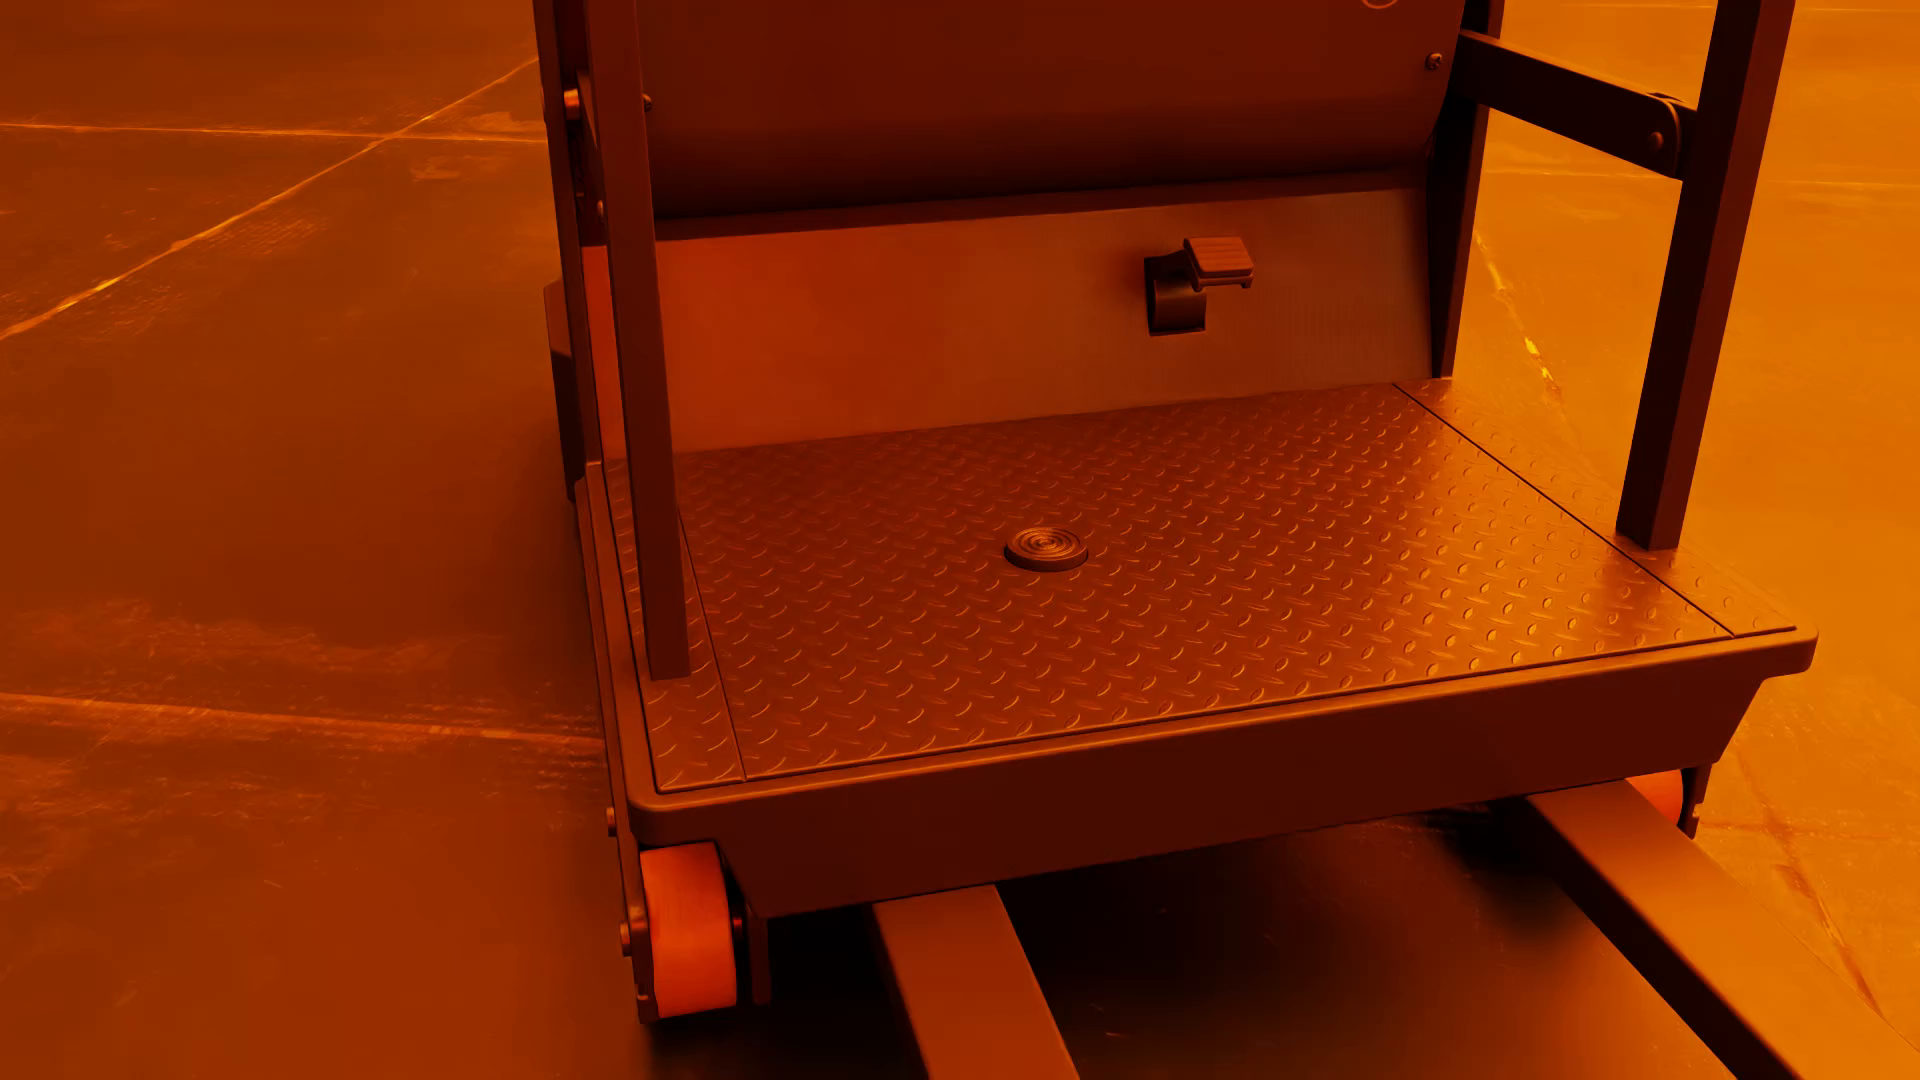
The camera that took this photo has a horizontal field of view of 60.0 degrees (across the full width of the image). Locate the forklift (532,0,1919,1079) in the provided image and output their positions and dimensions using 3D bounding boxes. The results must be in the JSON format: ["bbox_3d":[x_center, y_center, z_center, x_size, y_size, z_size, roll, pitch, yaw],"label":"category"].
[{"bbox_3d":[0.153,-1.049,1.319,1.130,2.935,3.031,-7,27,-13],"label":"forklift"}]
